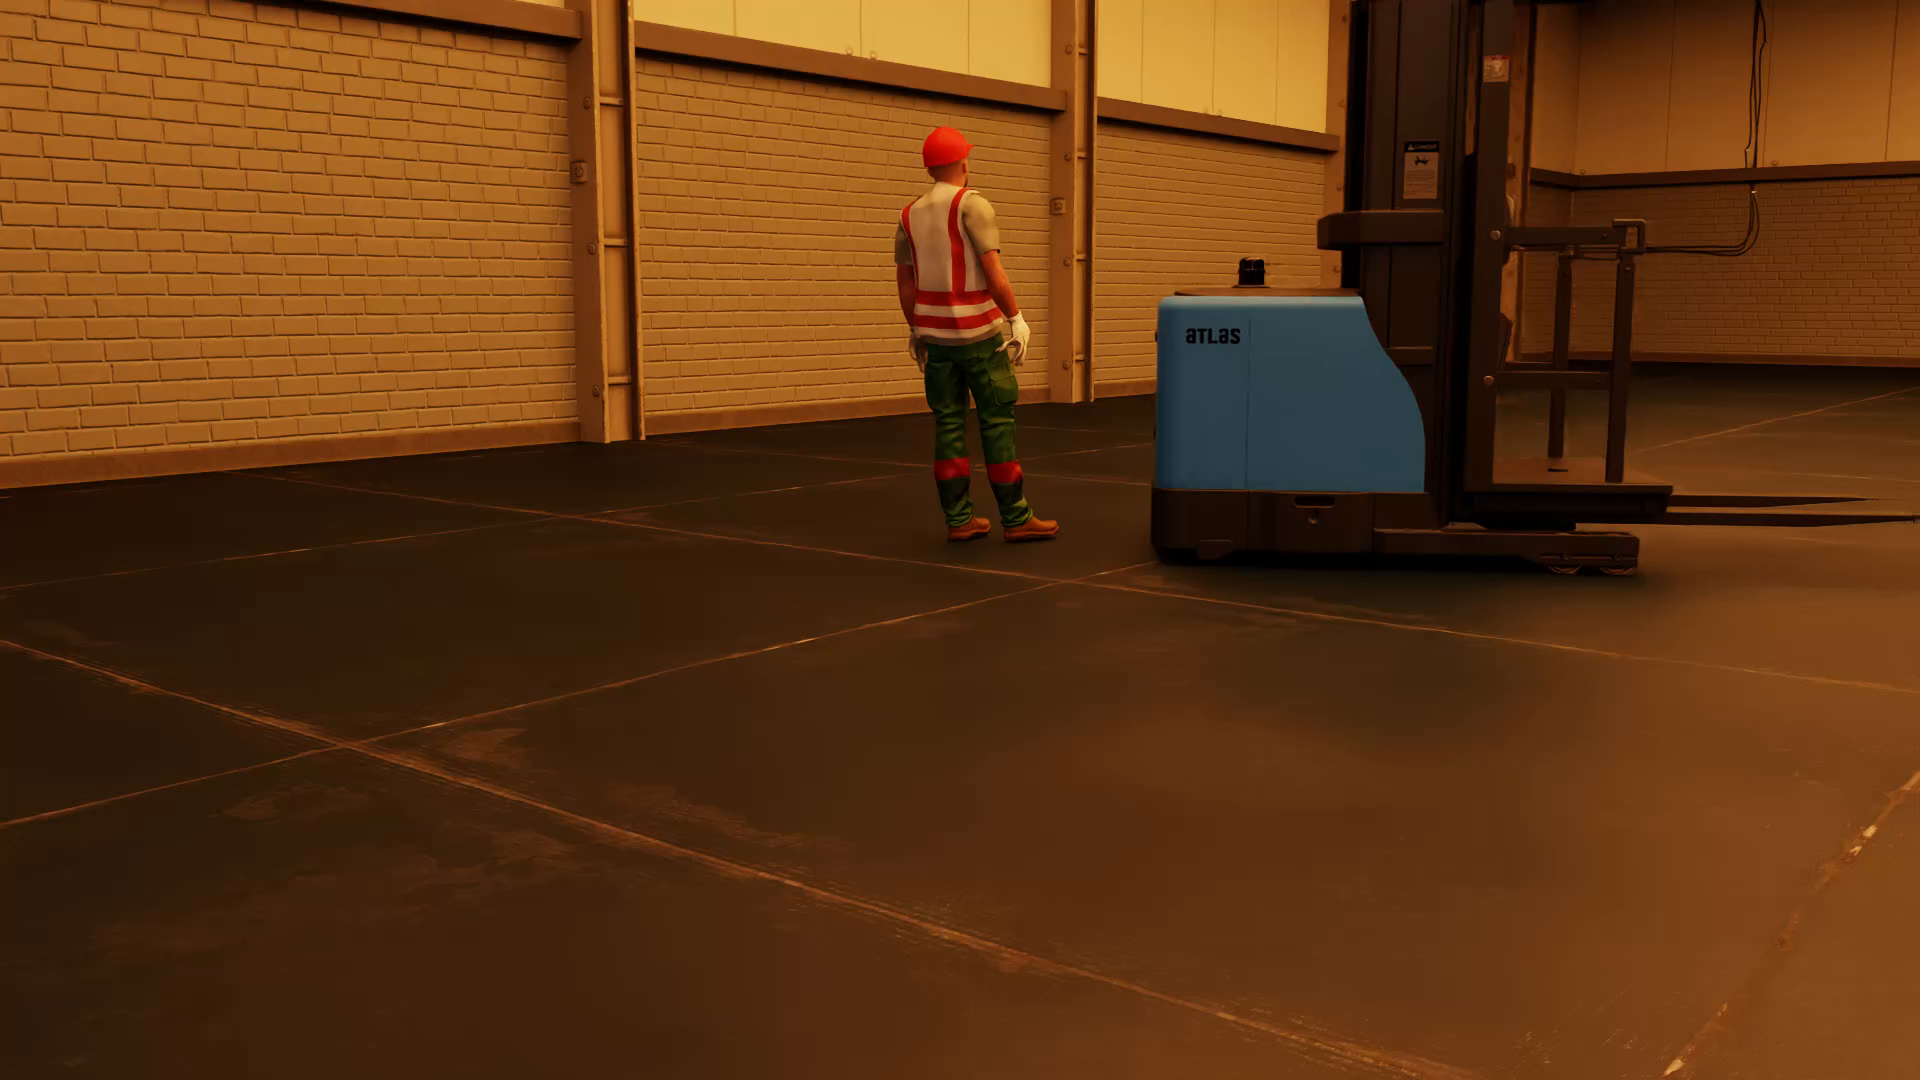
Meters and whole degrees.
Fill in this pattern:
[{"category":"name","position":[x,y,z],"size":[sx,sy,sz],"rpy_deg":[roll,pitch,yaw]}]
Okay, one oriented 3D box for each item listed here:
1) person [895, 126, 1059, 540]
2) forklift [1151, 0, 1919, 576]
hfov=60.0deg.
[{"category":"person","position":[0.060,-0.900,7.329],"size":[0.637,1.790,0.562],"rpy_deg":[7,11,38]},{"category":"forklift","position":[2.333,-1.394,6.806],"size":[3.031,2.935,1.130],"rpy_deg":[1,8,7]}]
